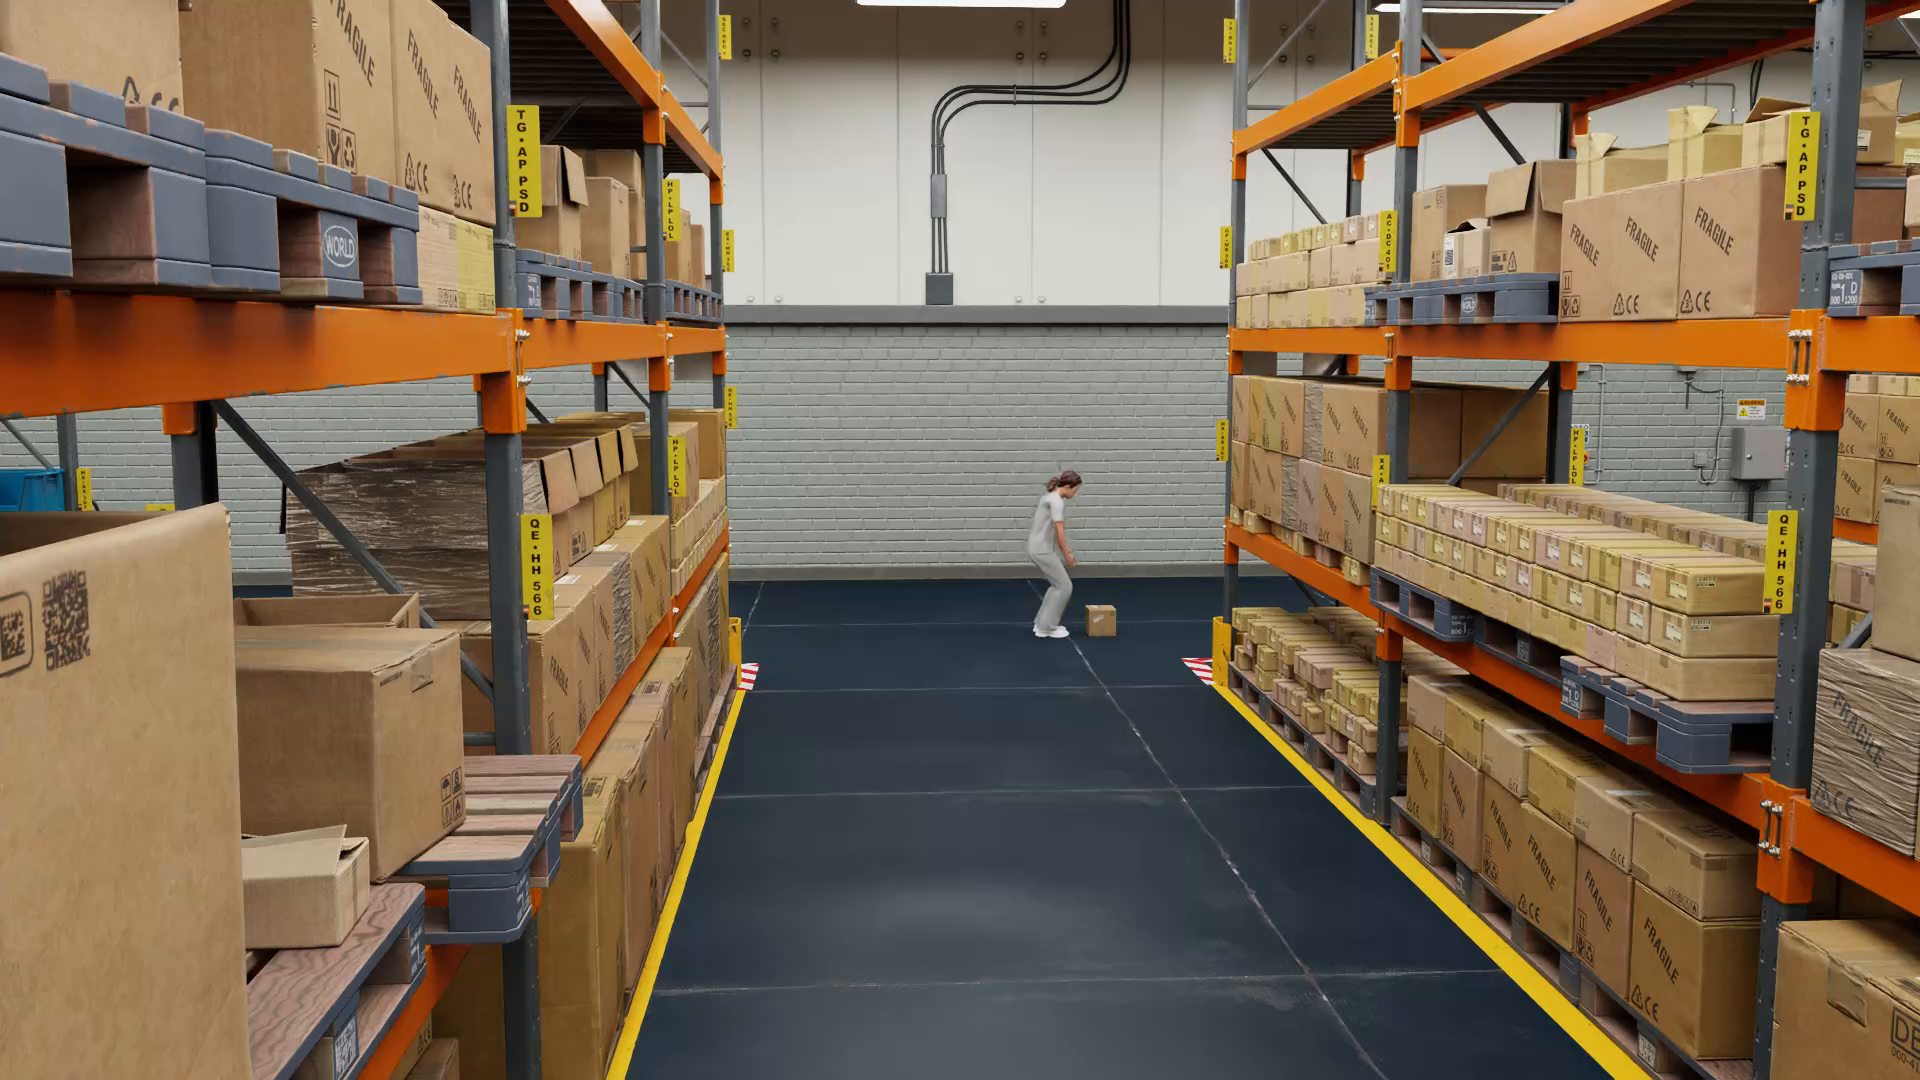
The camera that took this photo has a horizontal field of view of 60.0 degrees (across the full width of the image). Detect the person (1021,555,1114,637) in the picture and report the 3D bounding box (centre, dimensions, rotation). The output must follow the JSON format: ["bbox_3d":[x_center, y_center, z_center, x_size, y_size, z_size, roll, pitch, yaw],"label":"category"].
[{"bbox_3d":[1.002,0.524,15.427,0.867,0.765,0.465,-1,7,-5],"label":"person"}]
